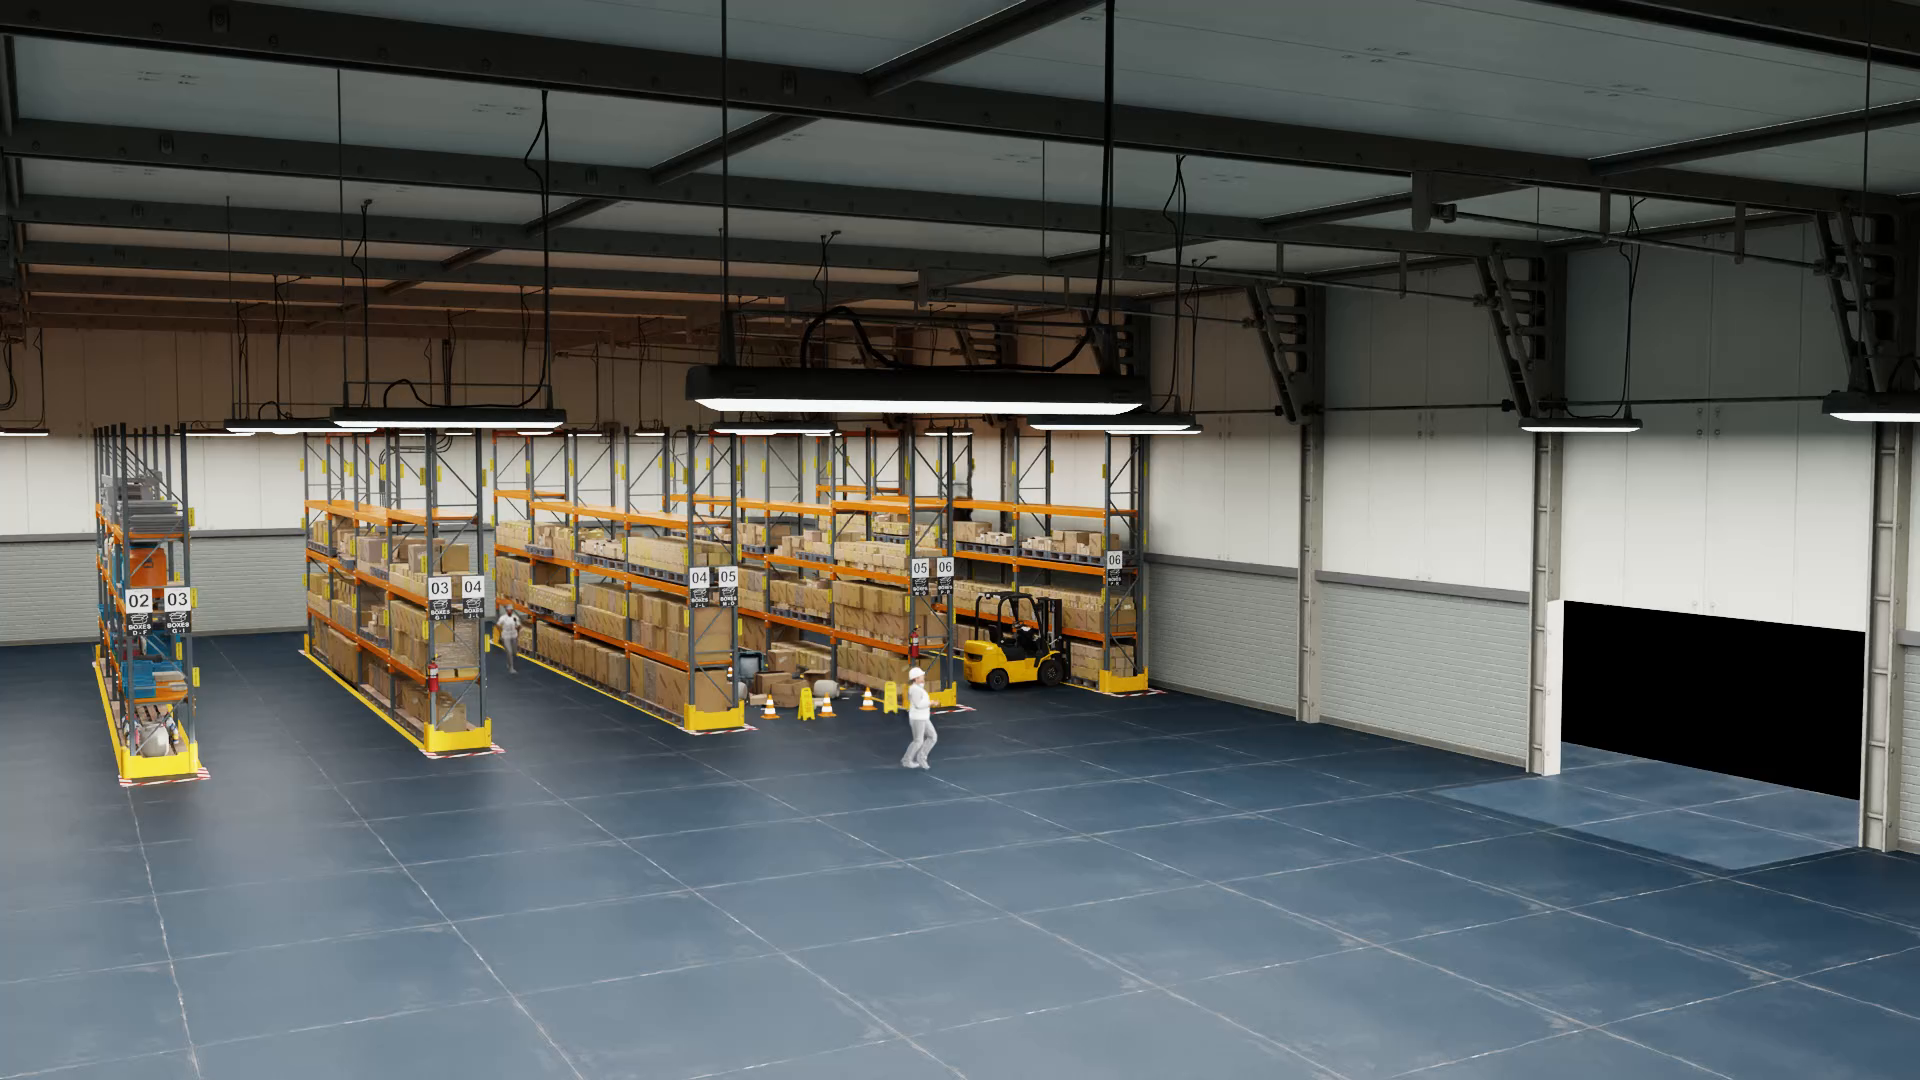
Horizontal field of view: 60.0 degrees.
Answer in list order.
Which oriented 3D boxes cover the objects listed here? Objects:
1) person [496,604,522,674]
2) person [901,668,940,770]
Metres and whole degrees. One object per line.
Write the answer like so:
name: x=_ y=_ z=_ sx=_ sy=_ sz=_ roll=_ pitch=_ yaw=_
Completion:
person: x=-11.025 y=2.396 z=40.736 sx=0.581 sy=1.674 sz=0.911 roll=-2 pitch=4 yaw=-33
person: x=-0.669 y=3.106 z=28.743 sx=0.687 sy=1.806 sz=0.638 roll=0 pitch=3 yaw=8
